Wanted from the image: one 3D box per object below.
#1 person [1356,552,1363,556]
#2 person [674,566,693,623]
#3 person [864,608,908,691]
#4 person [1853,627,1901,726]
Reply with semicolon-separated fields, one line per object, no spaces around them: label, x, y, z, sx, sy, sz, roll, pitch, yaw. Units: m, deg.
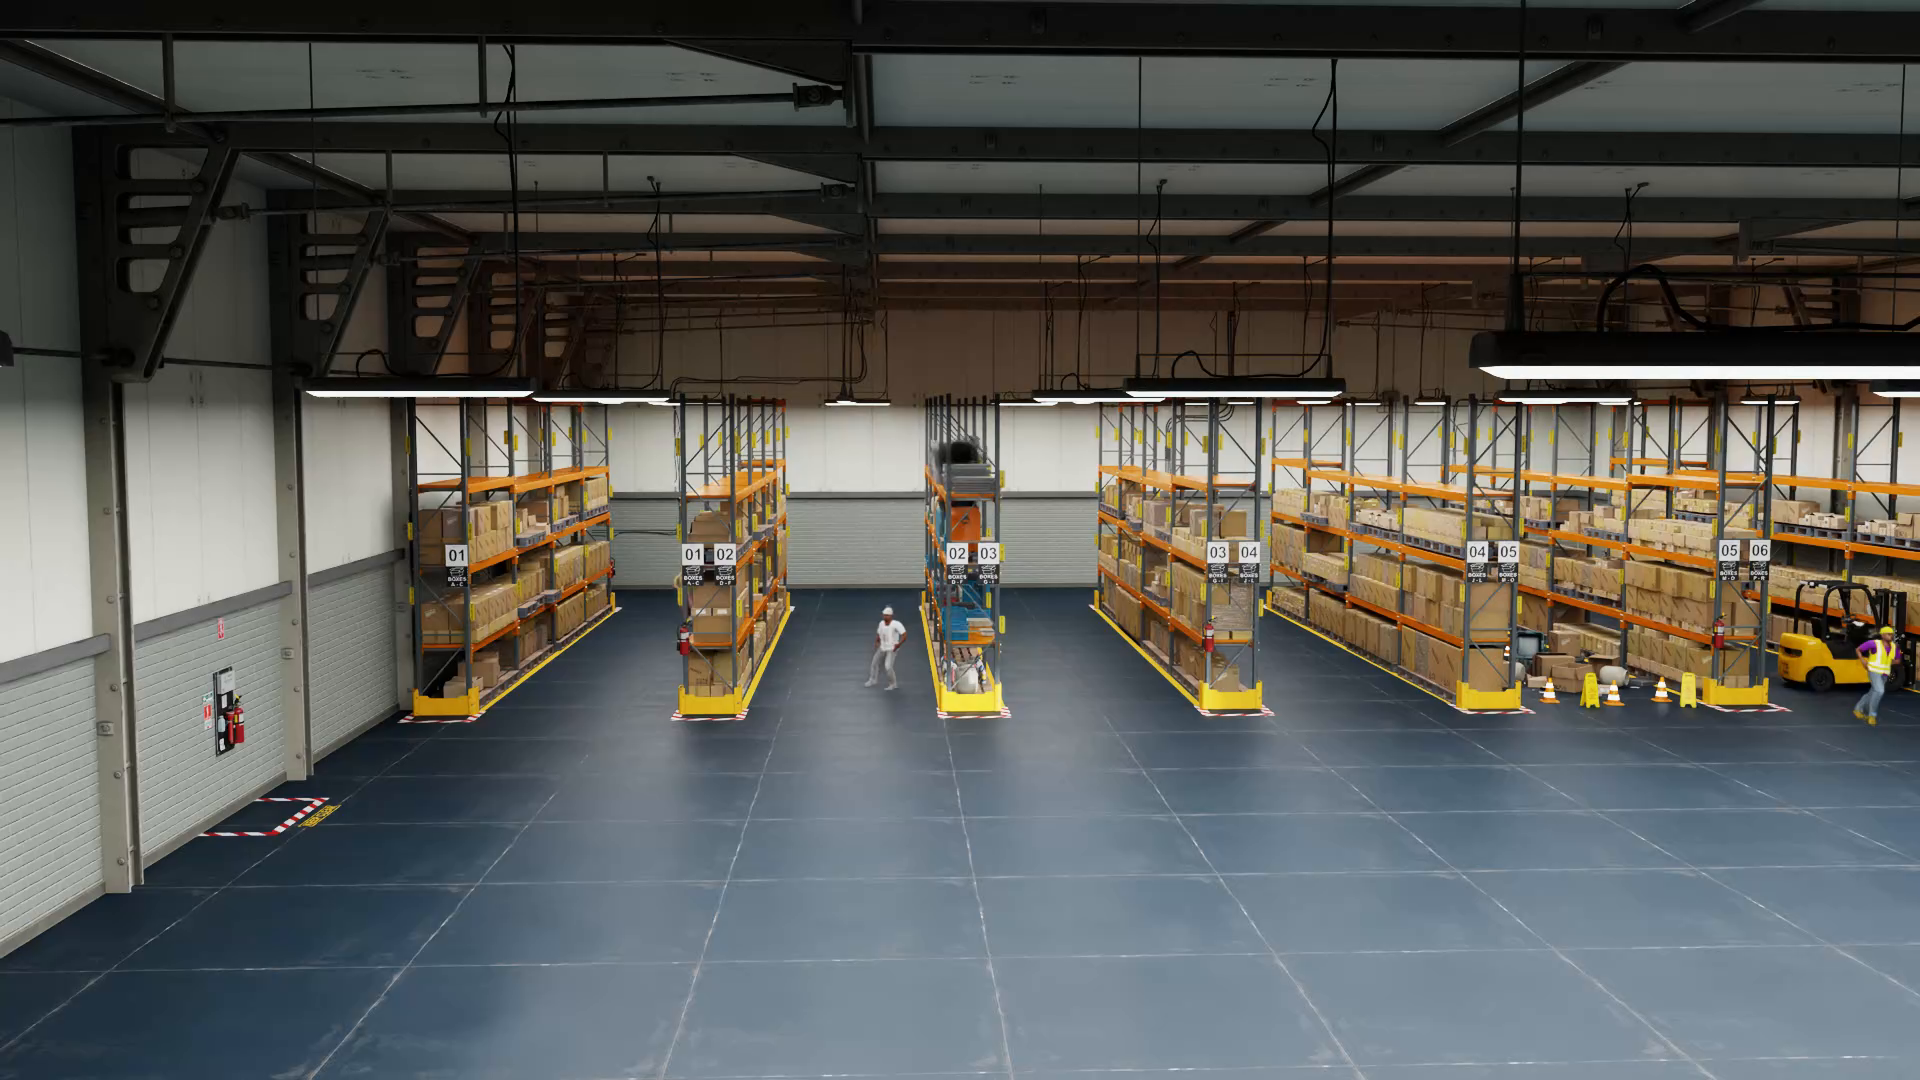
person;11.285;1.183;46.684;0.699;1.693;0.950;-2;5;-25
person;-7.306;1.444;44.164;0.586;1.564;0.853;-1;5;-11
person;-1.541;2.210;33.927;0.998;1.692;0.458;3;6;38
person;16.764;2.463;30.409;0.728;1.791;0.696;-1;5;-15
